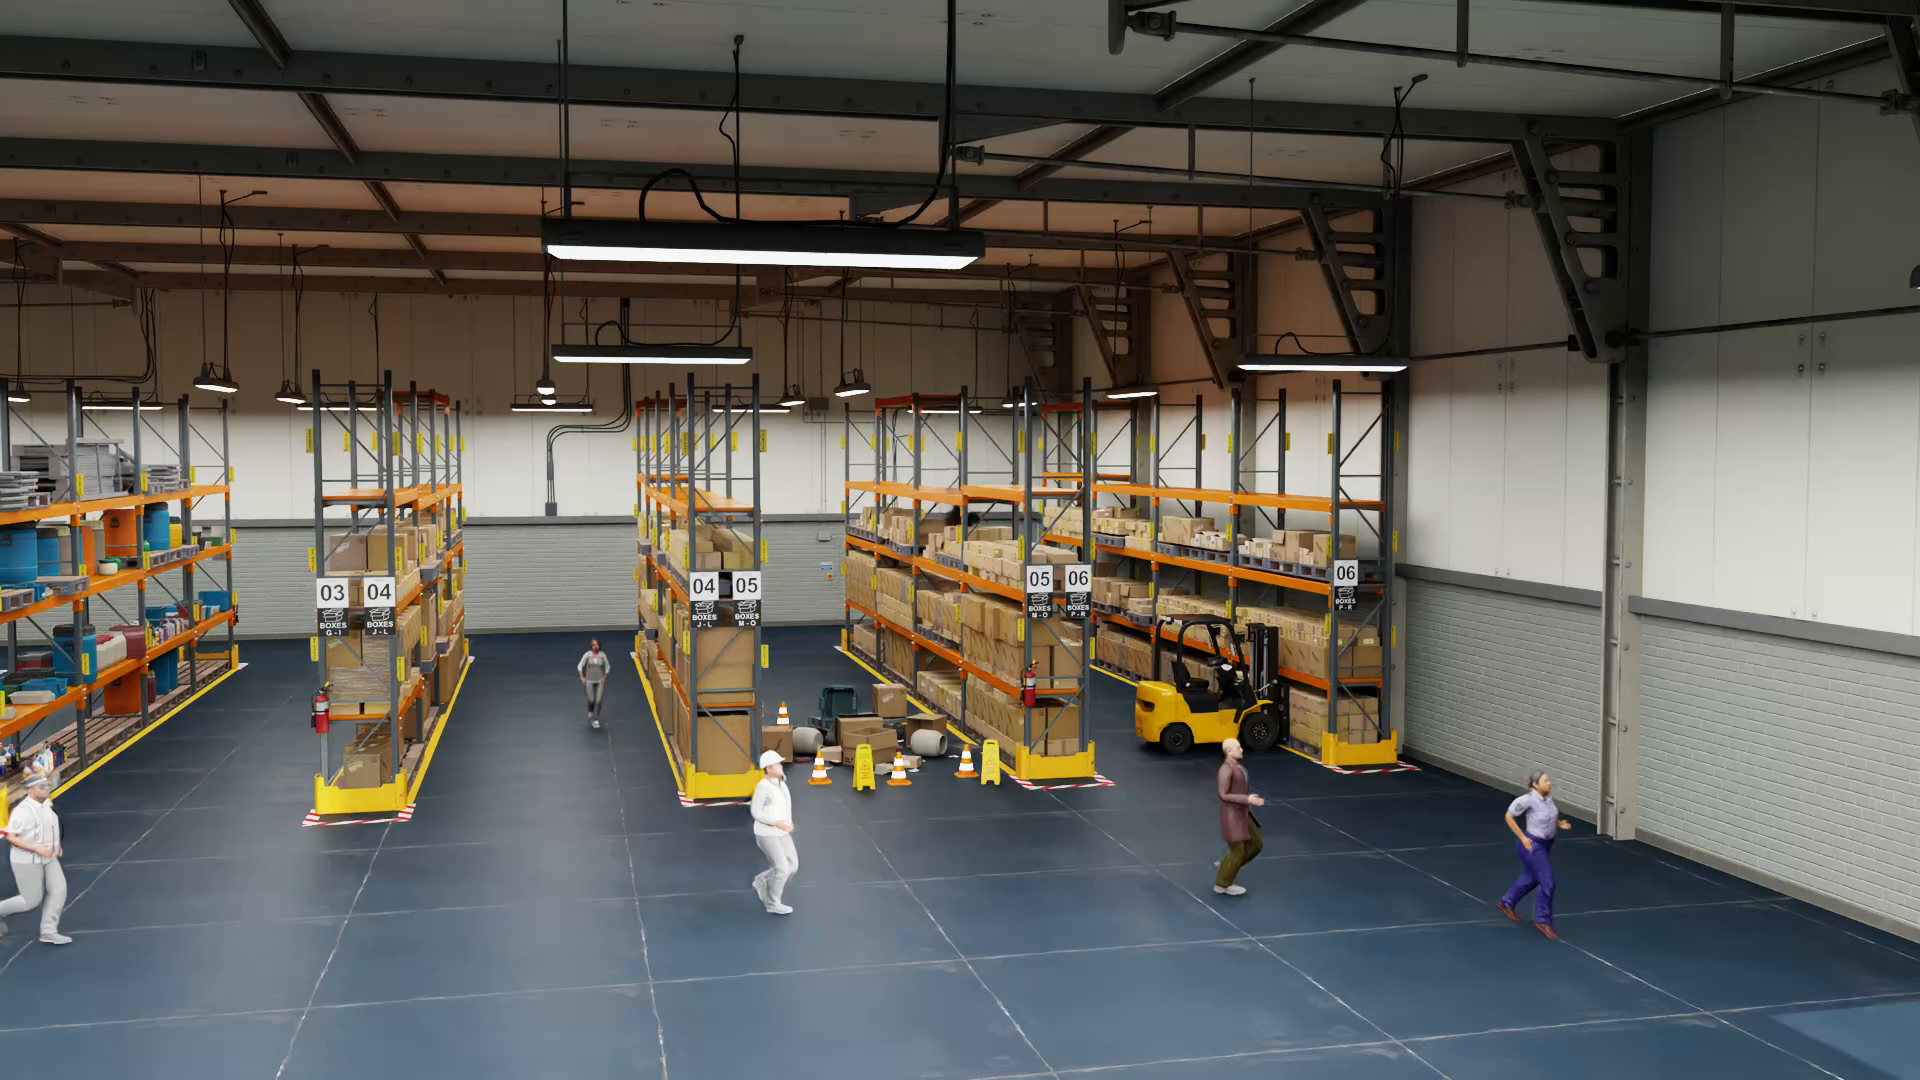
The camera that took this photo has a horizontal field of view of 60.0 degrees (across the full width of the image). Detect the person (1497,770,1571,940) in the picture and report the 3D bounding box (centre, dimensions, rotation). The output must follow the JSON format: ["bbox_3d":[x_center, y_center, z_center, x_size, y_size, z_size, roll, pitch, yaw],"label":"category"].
[{"bbox_3d":[5.883,3.196,17.101,0.756,1.700,0.596,3,5,43],"label":"person"}]

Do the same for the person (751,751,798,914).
[{"bbox_3d":[-1.985,3.114,17.741,0.587,1.729,0.680,1,4,20],"label":"person"}]

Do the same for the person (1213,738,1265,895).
[{"bbox_3d":[3.108,3.059,18.397,0.634,1.733,0.698,2,4,27],"label":"person"}]

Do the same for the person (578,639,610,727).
[{"bbox_3d":[-6.469,2.535,29.441,0.559,1.551,0.489,-1,3,-15],"label":"person"}]

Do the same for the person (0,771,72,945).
[{"bbox_3d":[-9.304,3.174,16.618,0.829,1.750,0.653,0,3,4],"label":"person"}]
